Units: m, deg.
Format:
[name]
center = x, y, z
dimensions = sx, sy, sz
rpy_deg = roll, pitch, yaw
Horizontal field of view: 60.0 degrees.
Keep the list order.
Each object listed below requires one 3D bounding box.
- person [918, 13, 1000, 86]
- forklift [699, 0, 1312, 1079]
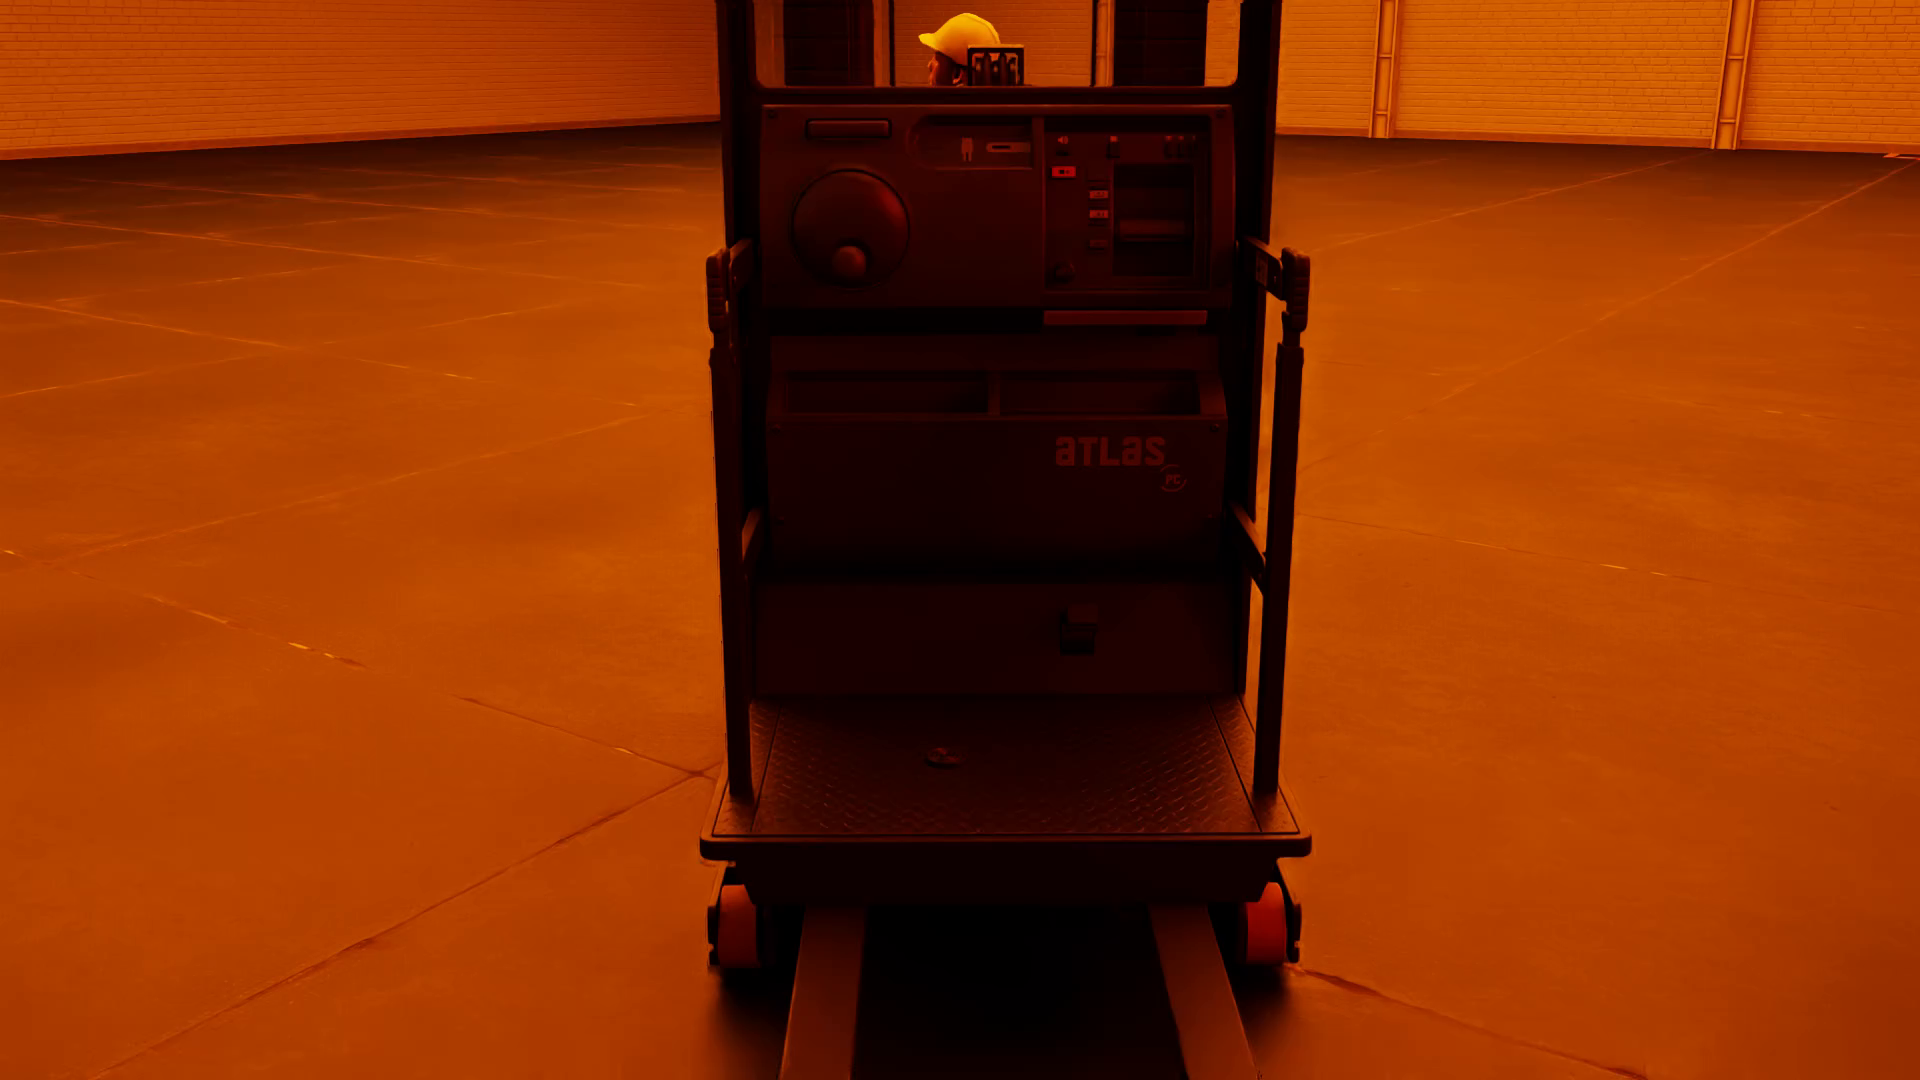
[person]
center = -0.059, -0.880, 5.744
dimensions = 0.563, 1.788, 0.638
rpy_deg = 11, 20, 33
[forklift]
center = 0.078, -0.669, 3.069
dimensions = 1.130, 2.935, 3.031
rpy_deg = 0, 17, -1
